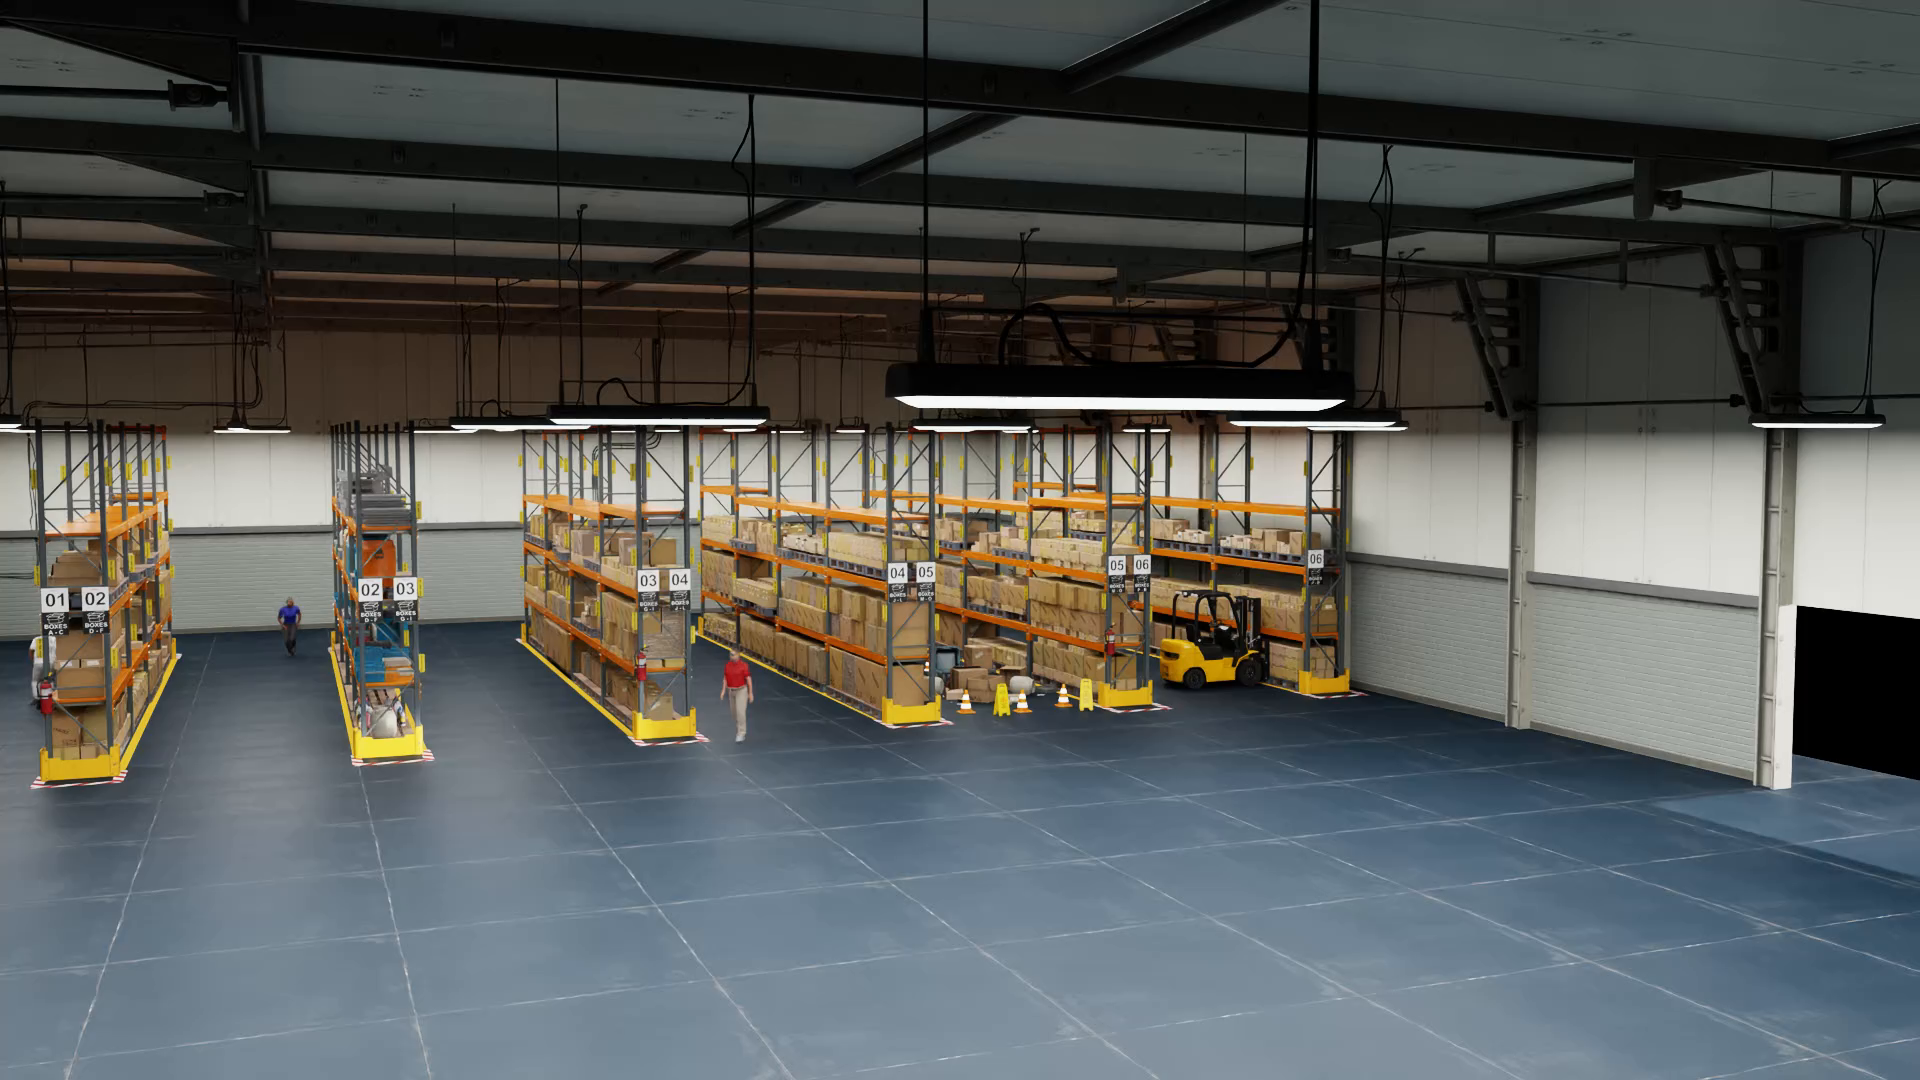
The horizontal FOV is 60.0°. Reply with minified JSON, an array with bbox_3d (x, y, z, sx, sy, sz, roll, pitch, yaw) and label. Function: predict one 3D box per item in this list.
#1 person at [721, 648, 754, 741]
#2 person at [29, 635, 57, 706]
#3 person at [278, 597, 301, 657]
[{"bbox_3d":[-4.211,2.904,31.377,0.630,1.723,0.658,2,4,33],"label":"person"},{"bbox_3d":[-19.400,2.662,35.235,0.594,1.727,0.669,-1,4,-19],"label":"person"},{"bbox_3d":[-17.375,2.263,43.100,0.540,1.553,0.600,-1,4,-15],"label":"person"}]
